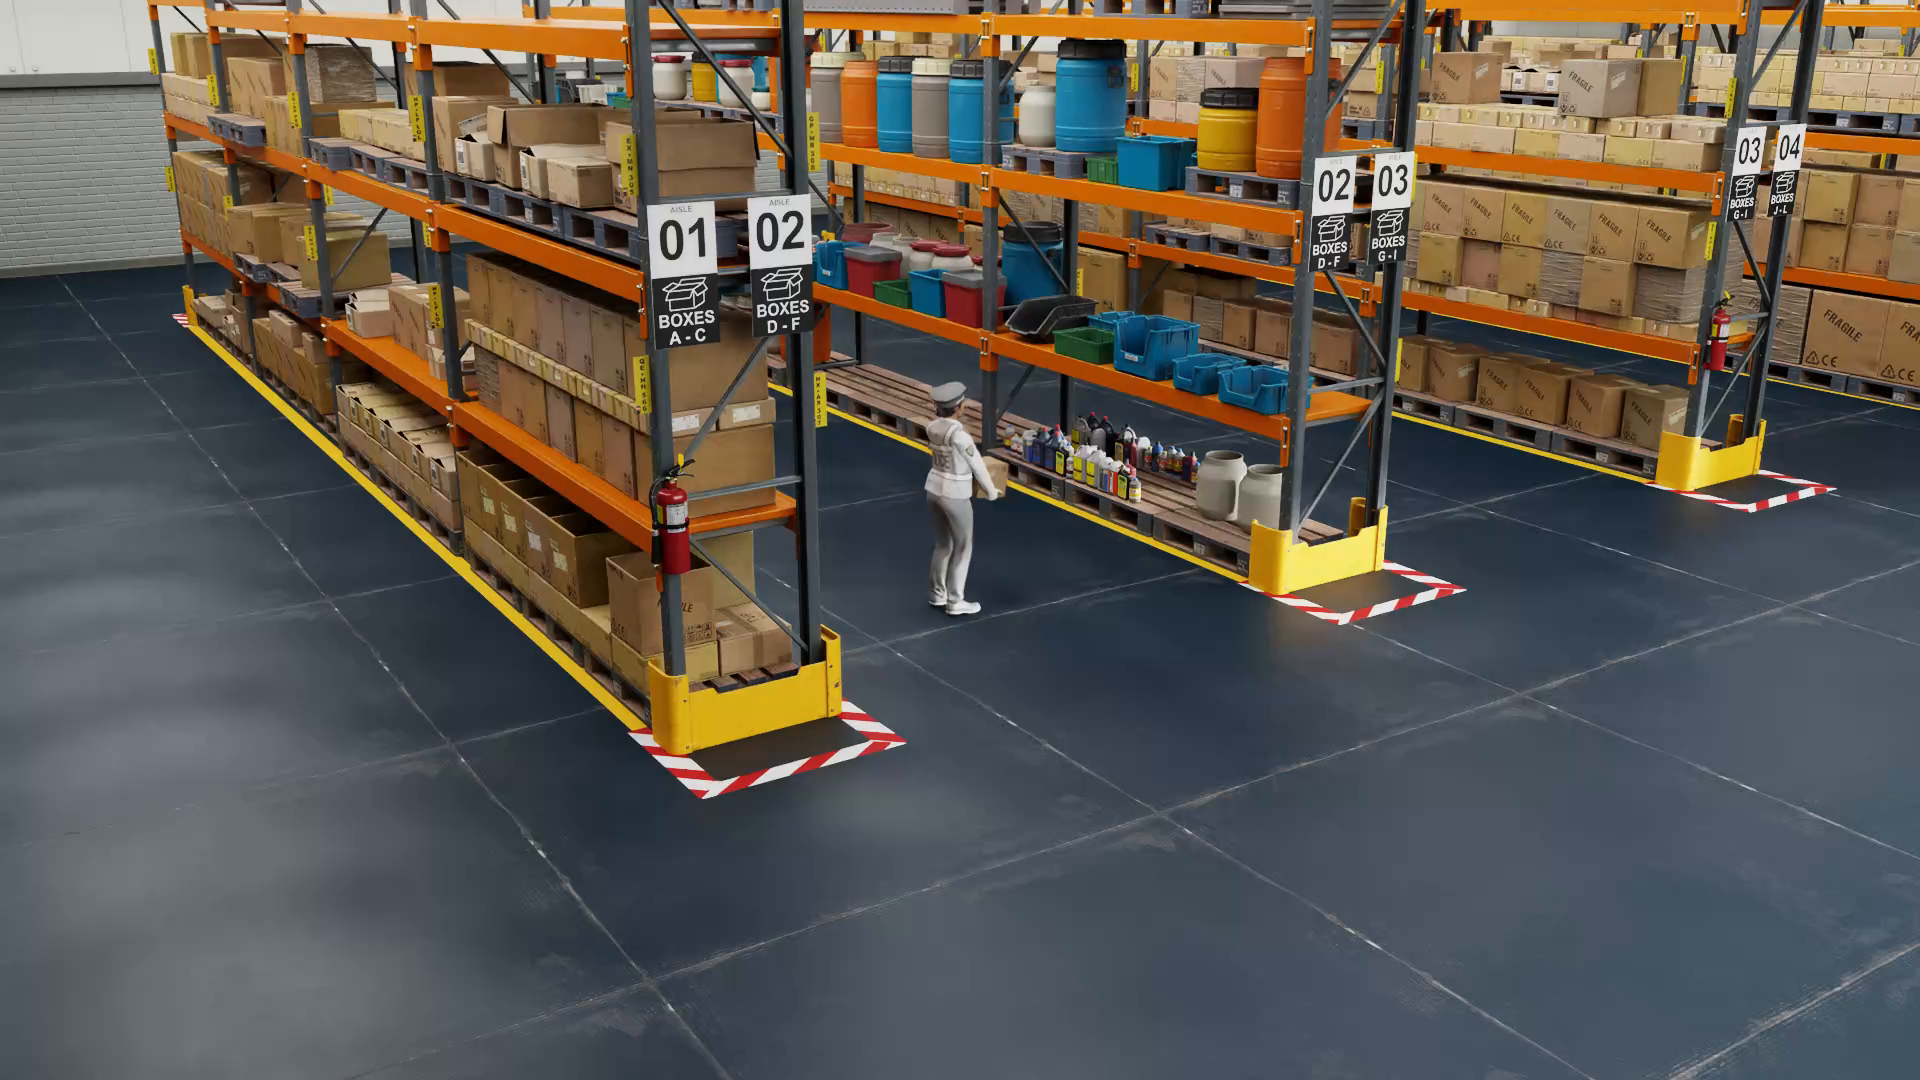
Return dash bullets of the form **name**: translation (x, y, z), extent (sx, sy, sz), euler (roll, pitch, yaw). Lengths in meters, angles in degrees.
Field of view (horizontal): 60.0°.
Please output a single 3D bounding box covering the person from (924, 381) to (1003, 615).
- **person**: translation (0.008, -0.317, 11.993), extent (0.526, 1.688, 0.416), euler (-12, 22, -32)
